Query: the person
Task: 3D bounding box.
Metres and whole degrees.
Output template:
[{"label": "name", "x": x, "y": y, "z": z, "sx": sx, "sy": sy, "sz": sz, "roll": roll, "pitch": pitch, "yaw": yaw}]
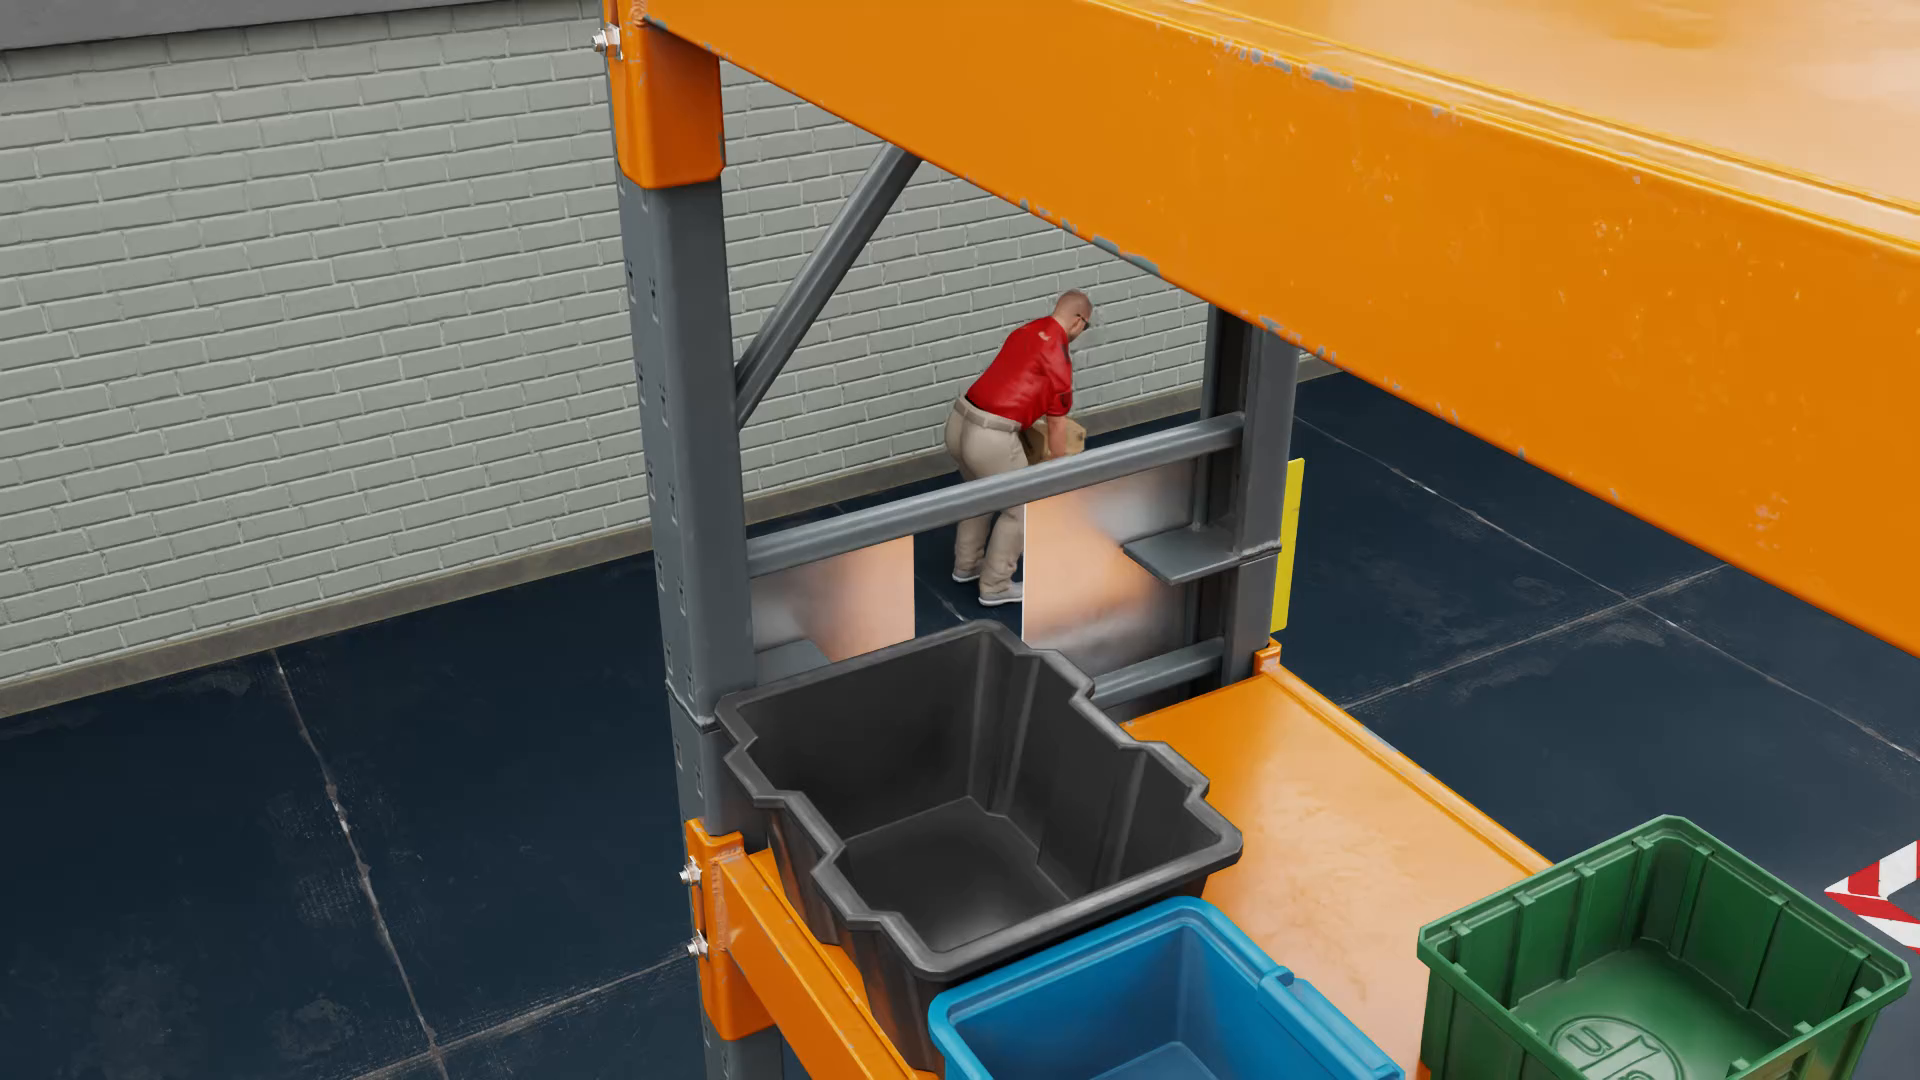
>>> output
[{"label": "person", "x": 0.306, "y": -0.460, "z": 8.214, "sx": 0.780, "sy": 1.509, "sz": 0.475, "roll": -16, "pitch": 33, "yaw": -27}]
